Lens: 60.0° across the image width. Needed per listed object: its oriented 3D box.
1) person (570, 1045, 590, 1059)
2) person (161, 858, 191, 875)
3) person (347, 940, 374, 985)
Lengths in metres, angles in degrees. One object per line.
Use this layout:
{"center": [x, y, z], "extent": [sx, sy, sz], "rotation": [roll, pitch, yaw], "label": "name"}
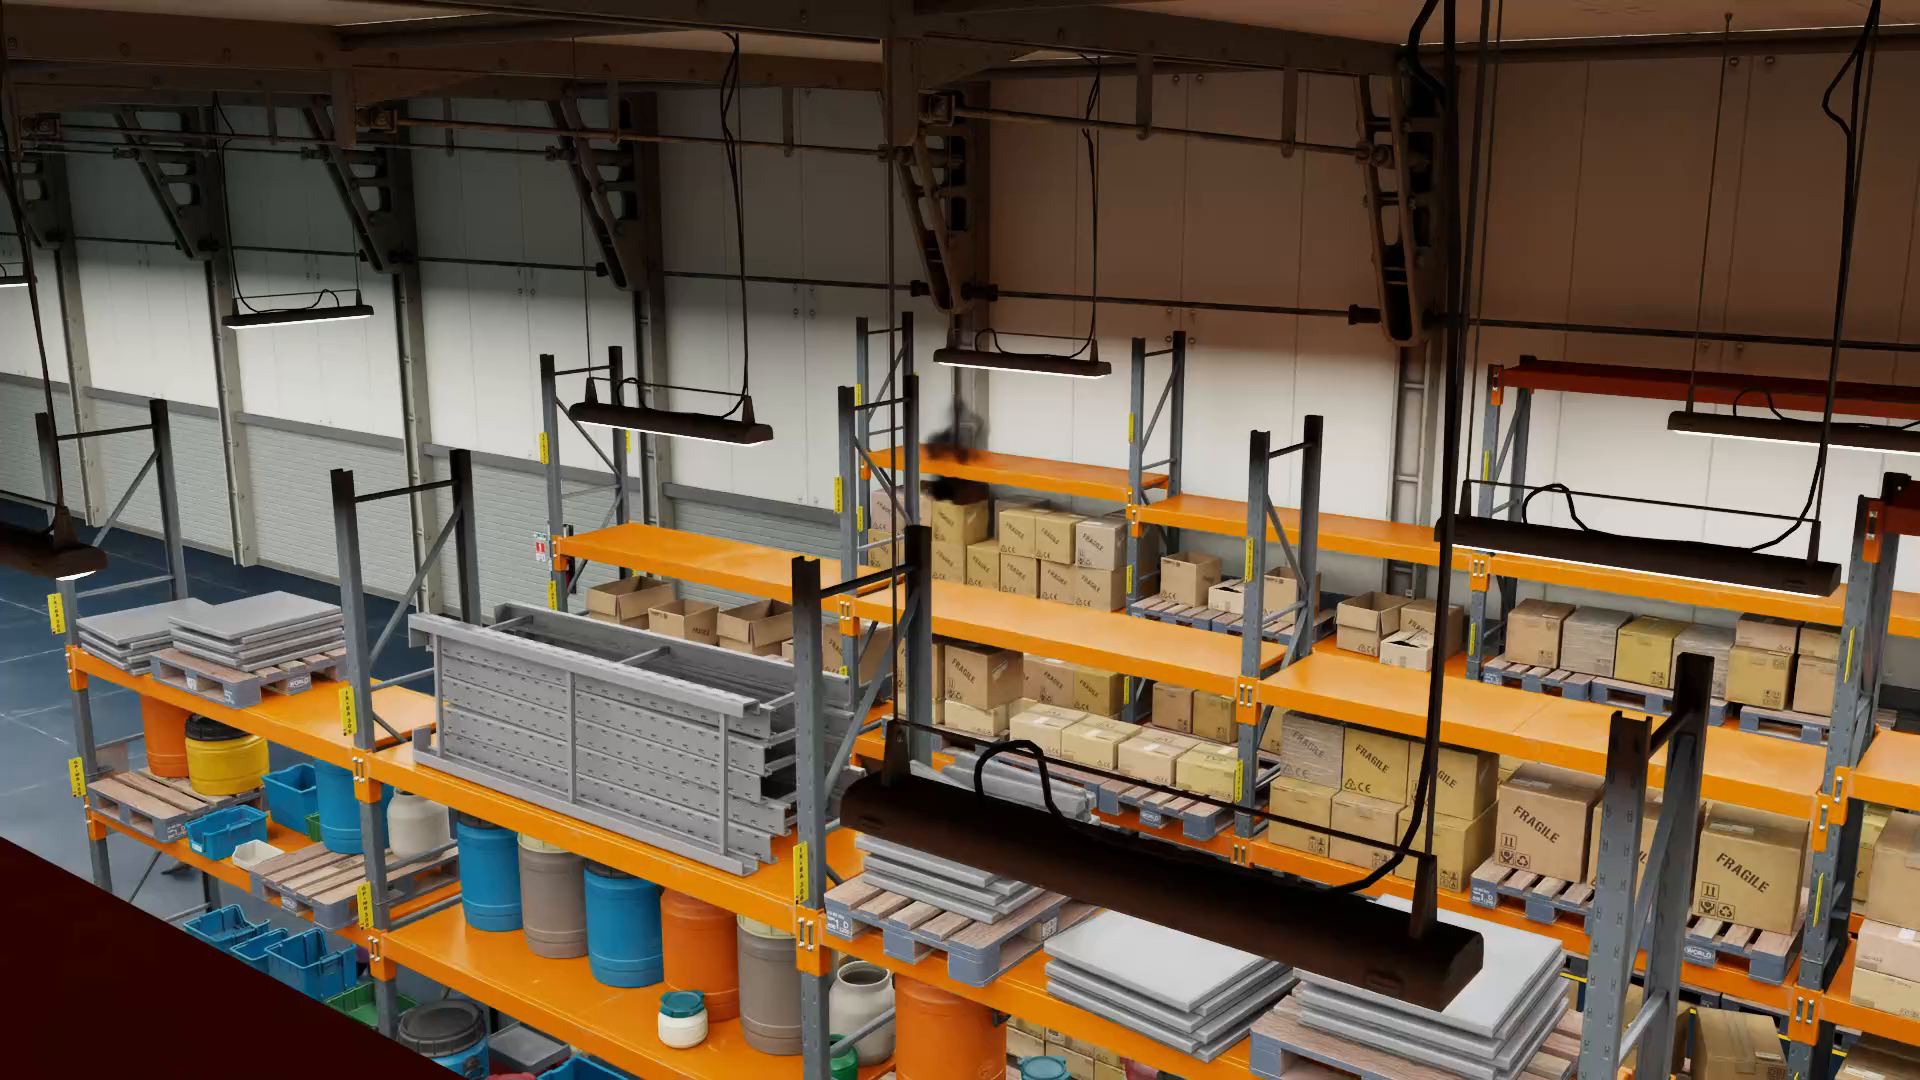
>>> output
{"center": [-3.247, 4.095, 13.763], "extent": [0.561, 1.732, 0.659], "rotation": [8, 15, 31], "label": "person"}
{"center": [-8.671, 2.939, 18.851], "extent": [0.860, 1.695, 0.670], "rotation": [-8, 15, -32], "label": "person"}
{"center": [-5.511, 3.822, 15.450], "extent": [0.483, 1.551, 0.594], "rotation": [7, 15, 27], "label": "person"}
